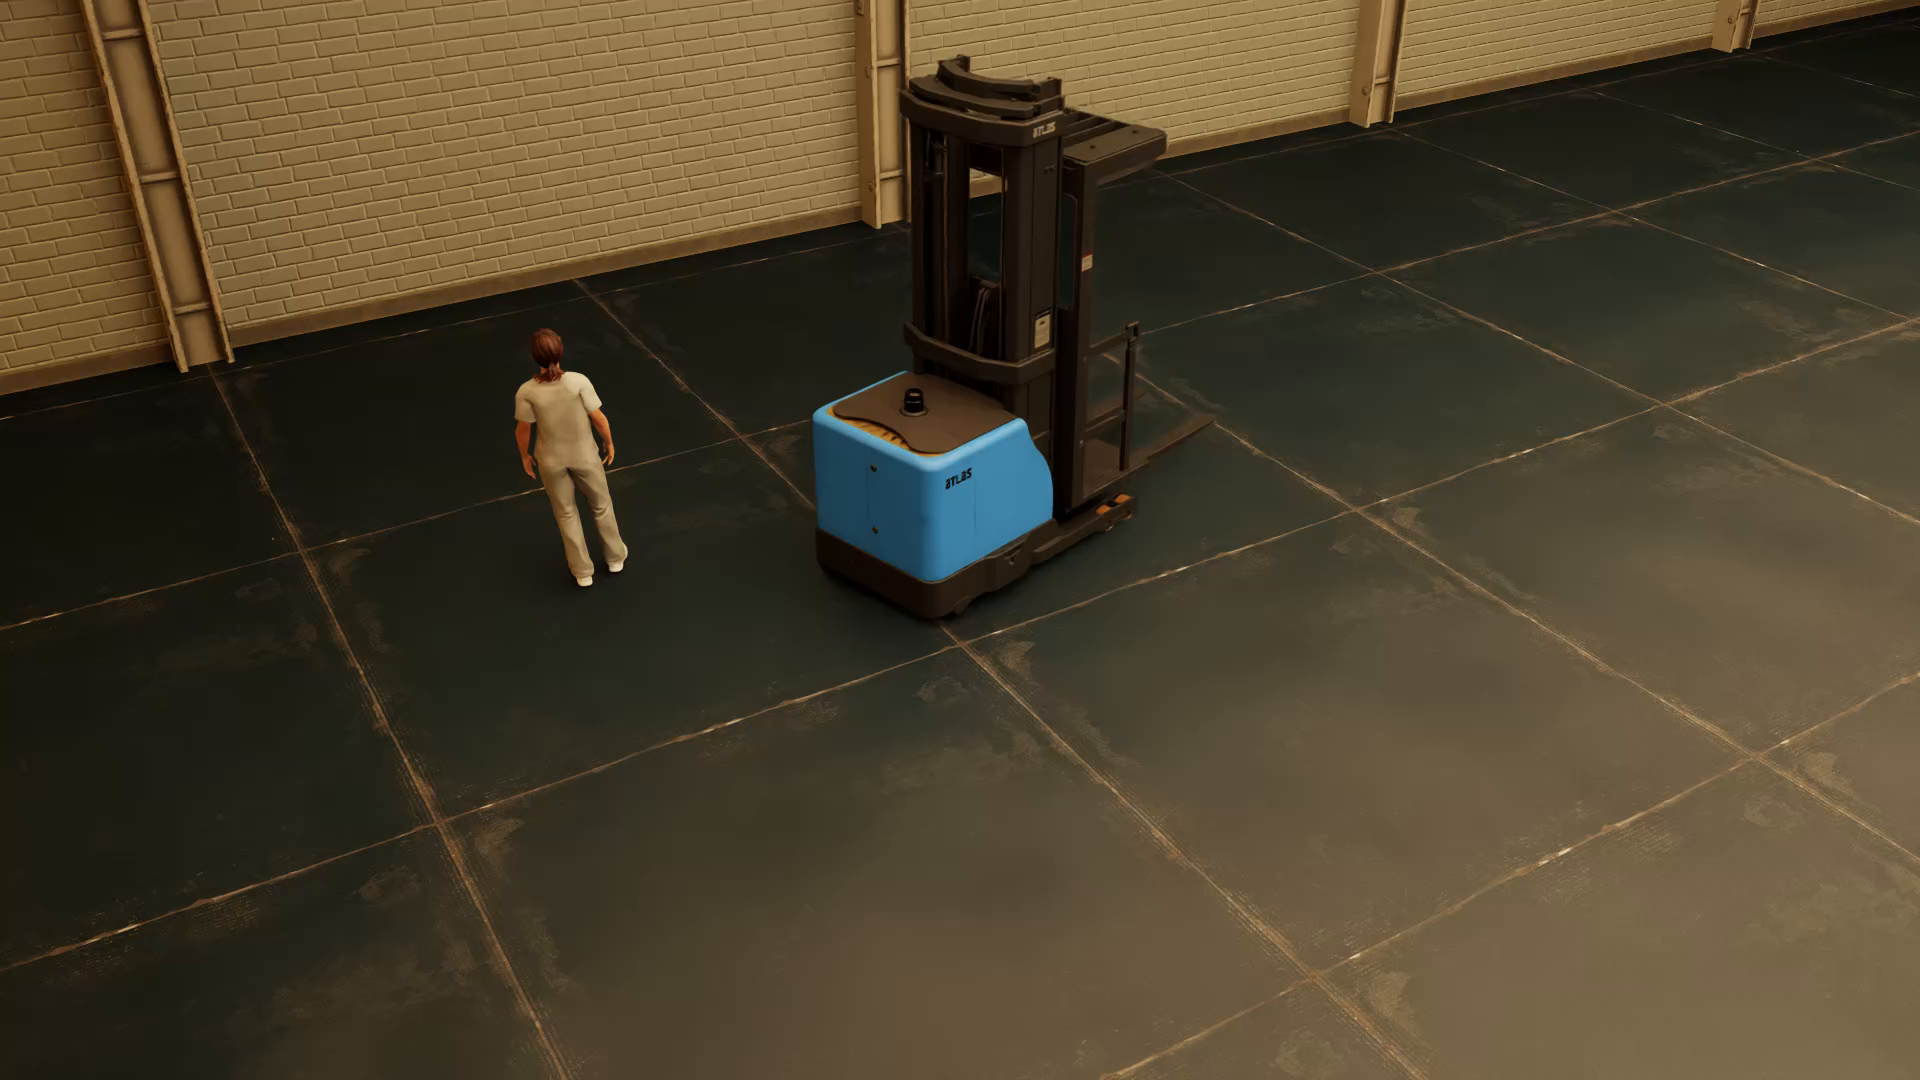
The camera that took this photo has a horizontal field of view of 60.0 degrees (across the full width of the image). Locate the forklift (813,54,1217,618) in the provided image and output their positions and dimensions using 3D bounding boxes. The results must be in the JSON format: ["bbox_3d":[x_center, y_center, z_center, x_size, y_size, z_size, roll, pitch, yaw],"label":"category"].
[{"bbox_3d":[0.500,-1.472,10.106,1.130,2.935,3.031,26,39,36],"label":"forklift"}]

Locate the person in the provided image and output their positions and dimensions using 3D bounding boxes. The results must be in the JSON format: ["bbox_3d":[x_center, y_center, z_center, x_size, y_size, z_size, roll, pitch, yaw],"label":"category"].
[{"bbox_3d":[-2.287,-0.508,9.705,0.544,1.675,0.534,-7,32,-11],"label":"person"}]
